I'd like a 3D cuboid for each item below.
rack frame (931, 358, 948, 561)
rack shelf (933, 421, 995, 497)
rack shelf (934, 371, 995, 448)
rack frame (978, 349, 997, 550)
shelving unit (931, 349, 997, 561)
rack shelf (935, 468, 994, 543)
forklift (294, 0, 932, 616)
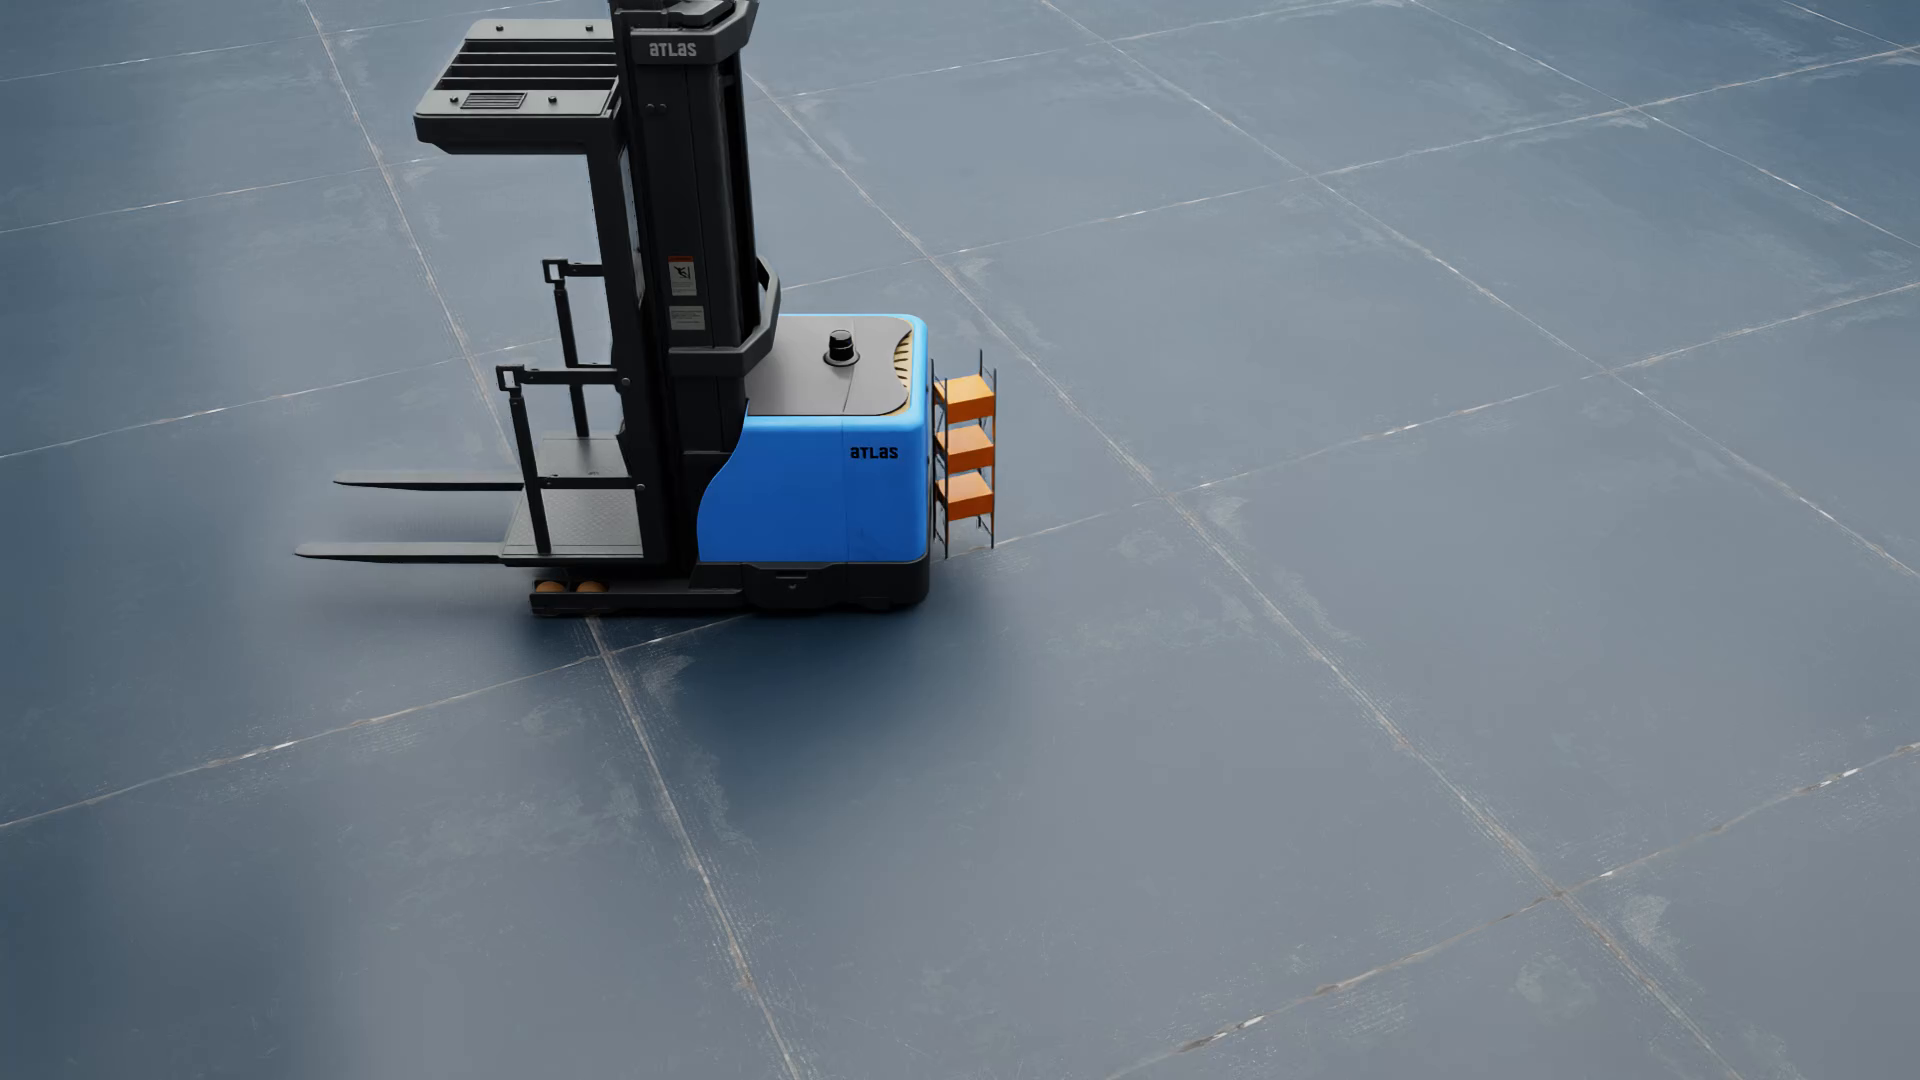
[{"bbox_3d":[-0.097,-0.375,8.018,0.008,1.050,0.200,-13,38,-16],"label":"rack frame"},{"bbox_3d":[0.017,-0.392,8.058,0.240,0.259,0.215,-13,38,-16],"label":"rack shelf"},{"bbox_3d":[0.017,-0.620,7.889,0.240,0.259,0.215,-13,38,-16],"label":"rack shelf"},{"bbox_3d":[0.131,-0.426,8.086,0.008,1.050,0.200,-13,38,-16],"label":"rack frame"},{"bbox_3d":[0.017,-0.401,8.052,0.252,1.050,0.215,-13,38,-16],"label":"shelving unit"},{"bbox_3d":[0.017,-0.169,8.224,0.240,0.259,0.215,-13,38,-16],"label":"rack shelf"},{"bbox_3d":[-1.663,-1.131,7.457,3.031,2.935,1.130,0,37,0],"label":"forklift"}]
